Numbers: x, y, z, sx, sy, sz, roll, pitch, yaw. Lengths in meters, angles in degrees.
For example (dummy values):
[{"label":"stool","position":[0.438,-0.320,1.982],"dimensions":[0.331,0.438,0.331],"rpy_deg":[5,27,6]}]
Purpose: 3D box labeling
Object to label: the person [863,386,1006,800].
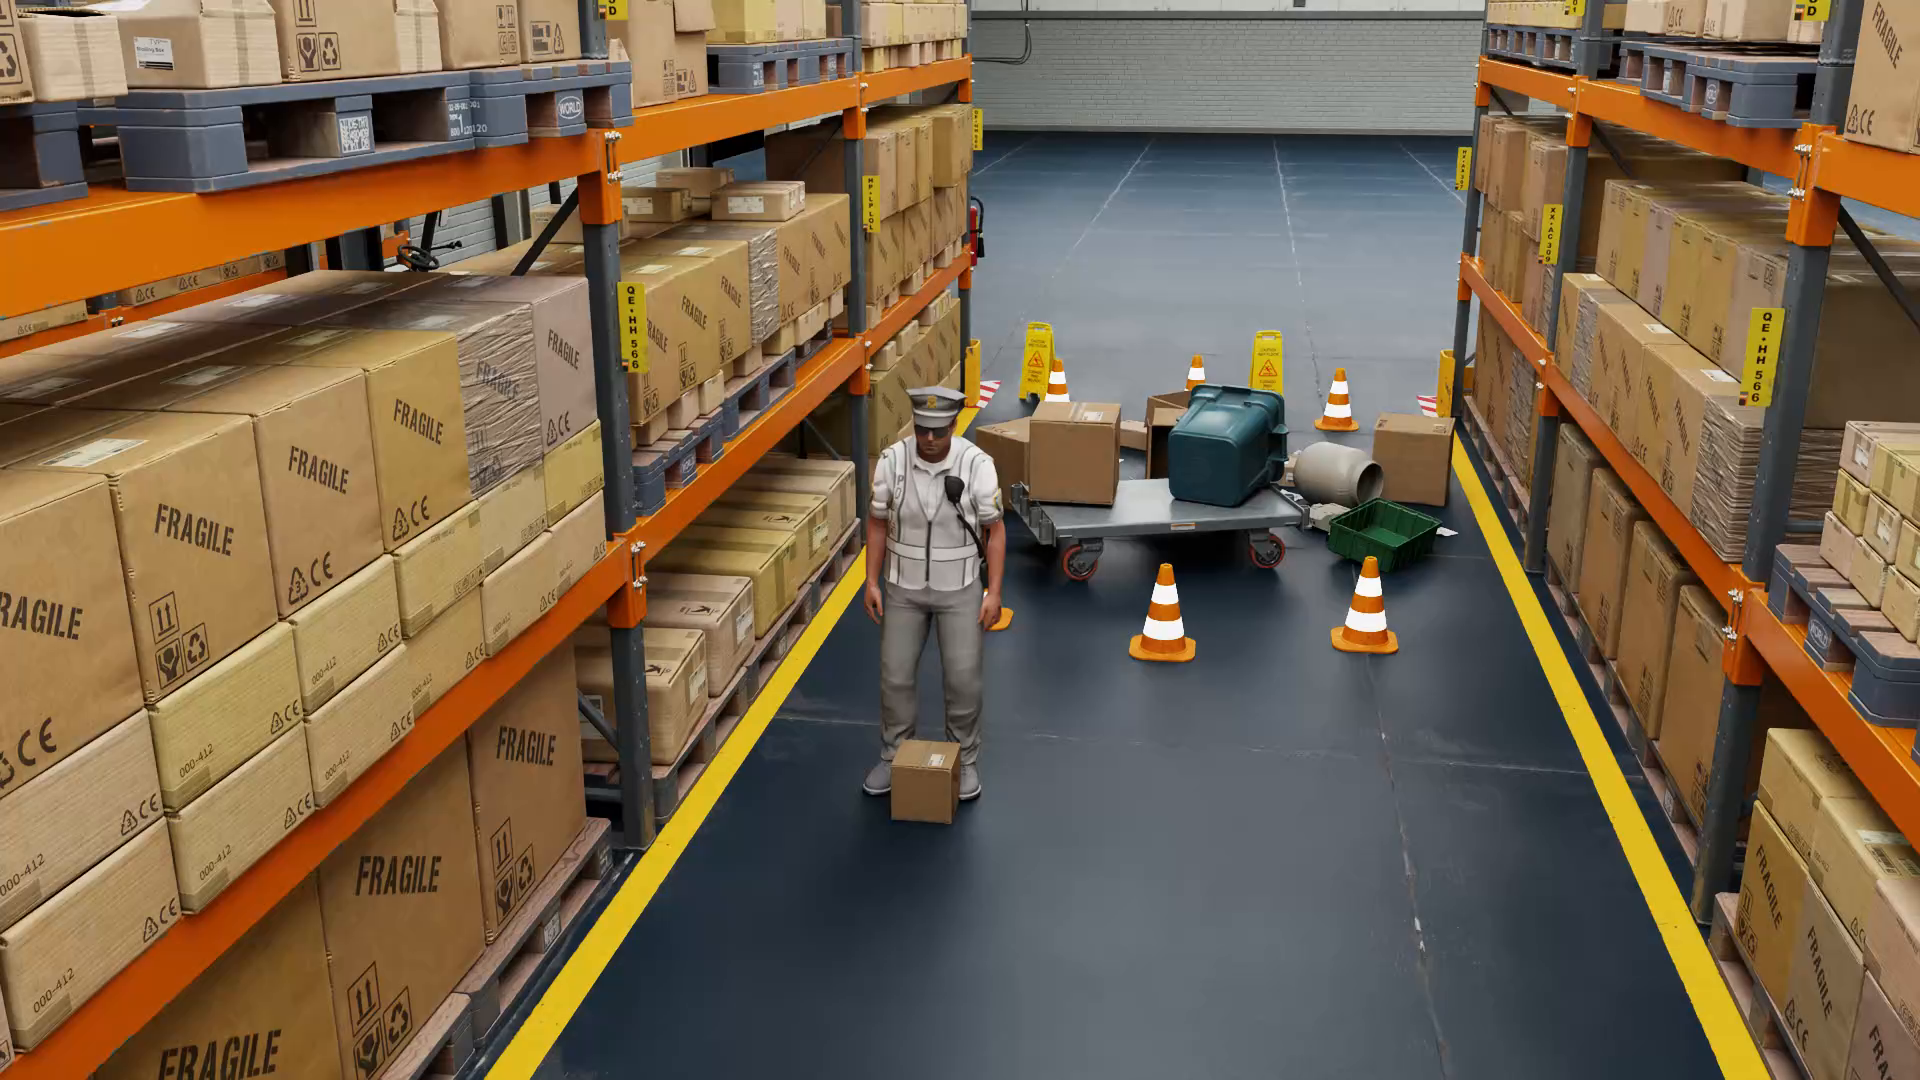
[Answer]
[{"label":"person","position":[-0.104,0.201,6.911],"dimensions":[0.585,1.748,0.433],"rpy_deg":[3,18,9]}]
